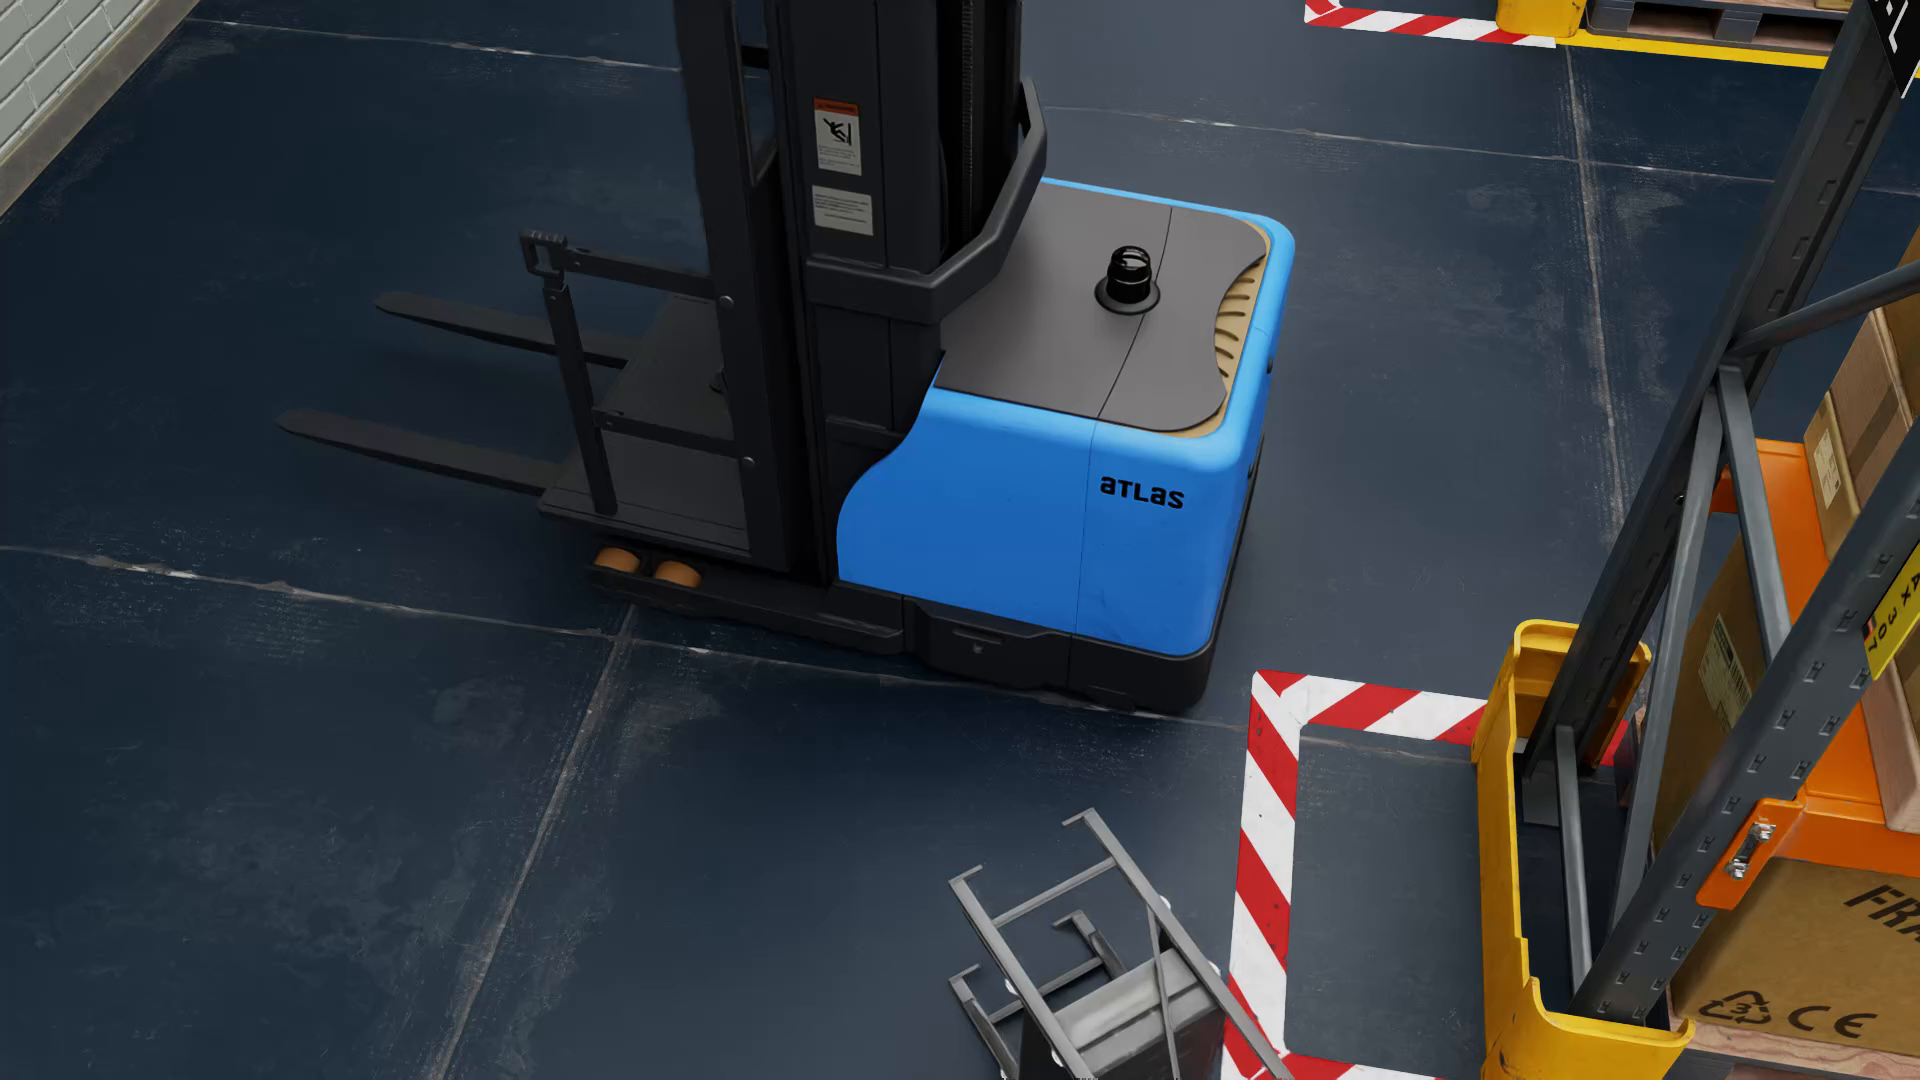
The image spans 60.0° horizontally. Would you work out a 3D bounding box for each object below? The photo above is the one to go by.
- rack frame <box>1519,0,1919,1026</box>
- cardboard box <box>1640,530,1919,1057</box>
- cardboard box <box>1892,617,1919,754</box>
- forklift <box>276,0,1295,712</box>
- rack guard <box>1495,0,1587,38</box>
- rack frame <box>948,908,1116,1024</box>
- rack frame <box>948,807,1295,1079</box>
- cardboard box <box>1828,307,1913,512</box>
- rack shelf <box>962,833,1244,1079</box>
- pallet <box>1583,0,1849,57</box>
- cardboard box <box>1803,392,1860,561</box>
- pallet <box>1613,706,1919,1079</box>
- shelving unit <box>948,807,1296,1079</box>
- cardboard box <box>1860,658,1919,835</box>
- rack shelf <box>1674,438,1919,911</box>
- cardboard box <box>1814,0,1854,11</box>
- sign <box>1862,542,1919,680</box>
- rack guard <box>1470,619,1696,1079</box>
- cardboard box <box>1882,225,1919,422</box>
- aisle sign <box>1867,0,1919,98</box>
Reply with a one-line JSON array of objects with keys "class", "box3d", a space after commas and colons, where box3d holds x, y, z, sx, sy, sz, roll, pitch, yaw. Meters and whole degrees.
[{"class": "rack frame", "box3d": [1.553, -0.013, 3.245, 0.127, 3.000, 1.000, 8, 49, 7]}, {"class": "cardboard box", "box3d": [2.197, 0.583, 3.855, 0.875, 0.875, 0.875, 8, 49, 7]}, {"class": "cardboard box", "box3d": [1.977, 0.199, 2.955, 0.500, 0.250, 0.500, 7, 48, 6]}, {"class": "forklift", "box3d": [-0.633, -1.120, 4.286, 3.031, 2.935, 1.130, 12, 49, 11]}, {"class": "rack guard", "box3d": [2.609, -2.784, 7.416, 0.348, 0.500, 1.175, 8, 49, 7]}, {"class": "rack frame", "box3d": [0.672, 1.721, 3.680, 0.400, 0.015, 2.100, -24, 53, -20]}, {"class": "rack frame", "box3d": [0.674, 1.398, 3.315, 0.400, 0.015, 2.100, -24, 53, -20]}, {"class": "cardboard box", "box3d": [2.077, -0.192, 3.307, 0.500, 0.250, 0.500, 7, 48, 6]}, {"class": "rack shelf", "box3d": [0.313, 1.097, 3.904, 0.431, 0.480, 0.518, -24, 53, -20]}, {"class": "pallet", "box3d": [3.402, -2.554, 7.403, 1.213, 0.211, 1.003, 8, 49, 7]}, {"class": "cardboard box", "box3d": [1.962, -0.123, 3.512, 0.250, 0.149, 0.380, 9, 49, 8]}, {"class": "pallet", "box3d": [2.353, 0.968, 4.238, 1.213, 0.211, 1.003, 8, 49, 7]}, {"class": "shelving unit", "box3d": [0.673, 1.560, 3.497, 0.431, 0.503, 2.100, -24, 53, -20]}, {"class": "cardboard box", "box3d": [1.843, 0.360, 3.079, 0.250, 0.149, 0.380, 8, 49, 7]}, {"class": "rack shelf", "box3d": [3.521, 0.492, 3.275, 4.000, 0.370, 1.077, 8, 49, 7]}, {"class": "cardboard box", "box3d": [3.743, -2.397, 7.022, 0.250, 0.149, 0.380, 8, 49, 7]}, {"class": "sign", "box3d": [1.448, 0.077, 2.529, 0.005, 0.325, 0.100, 8, 49, 7]}, {"class": "rack guard", "box3d": [1.529, 0.820, 4.177, 0.348, 0.500, 1.175, 8, 49, 7]}, {"class": "cardboard box", "box3d": [2.079, -0.441, 3.026, 0.500, 0.500, 0.500, 8, 49, 7]}, {"class": "aisle sign", "box3d": [1.535, -1.111, 2.484, 0.004, 0.787, 0.394, 8, 49, 7]}]
